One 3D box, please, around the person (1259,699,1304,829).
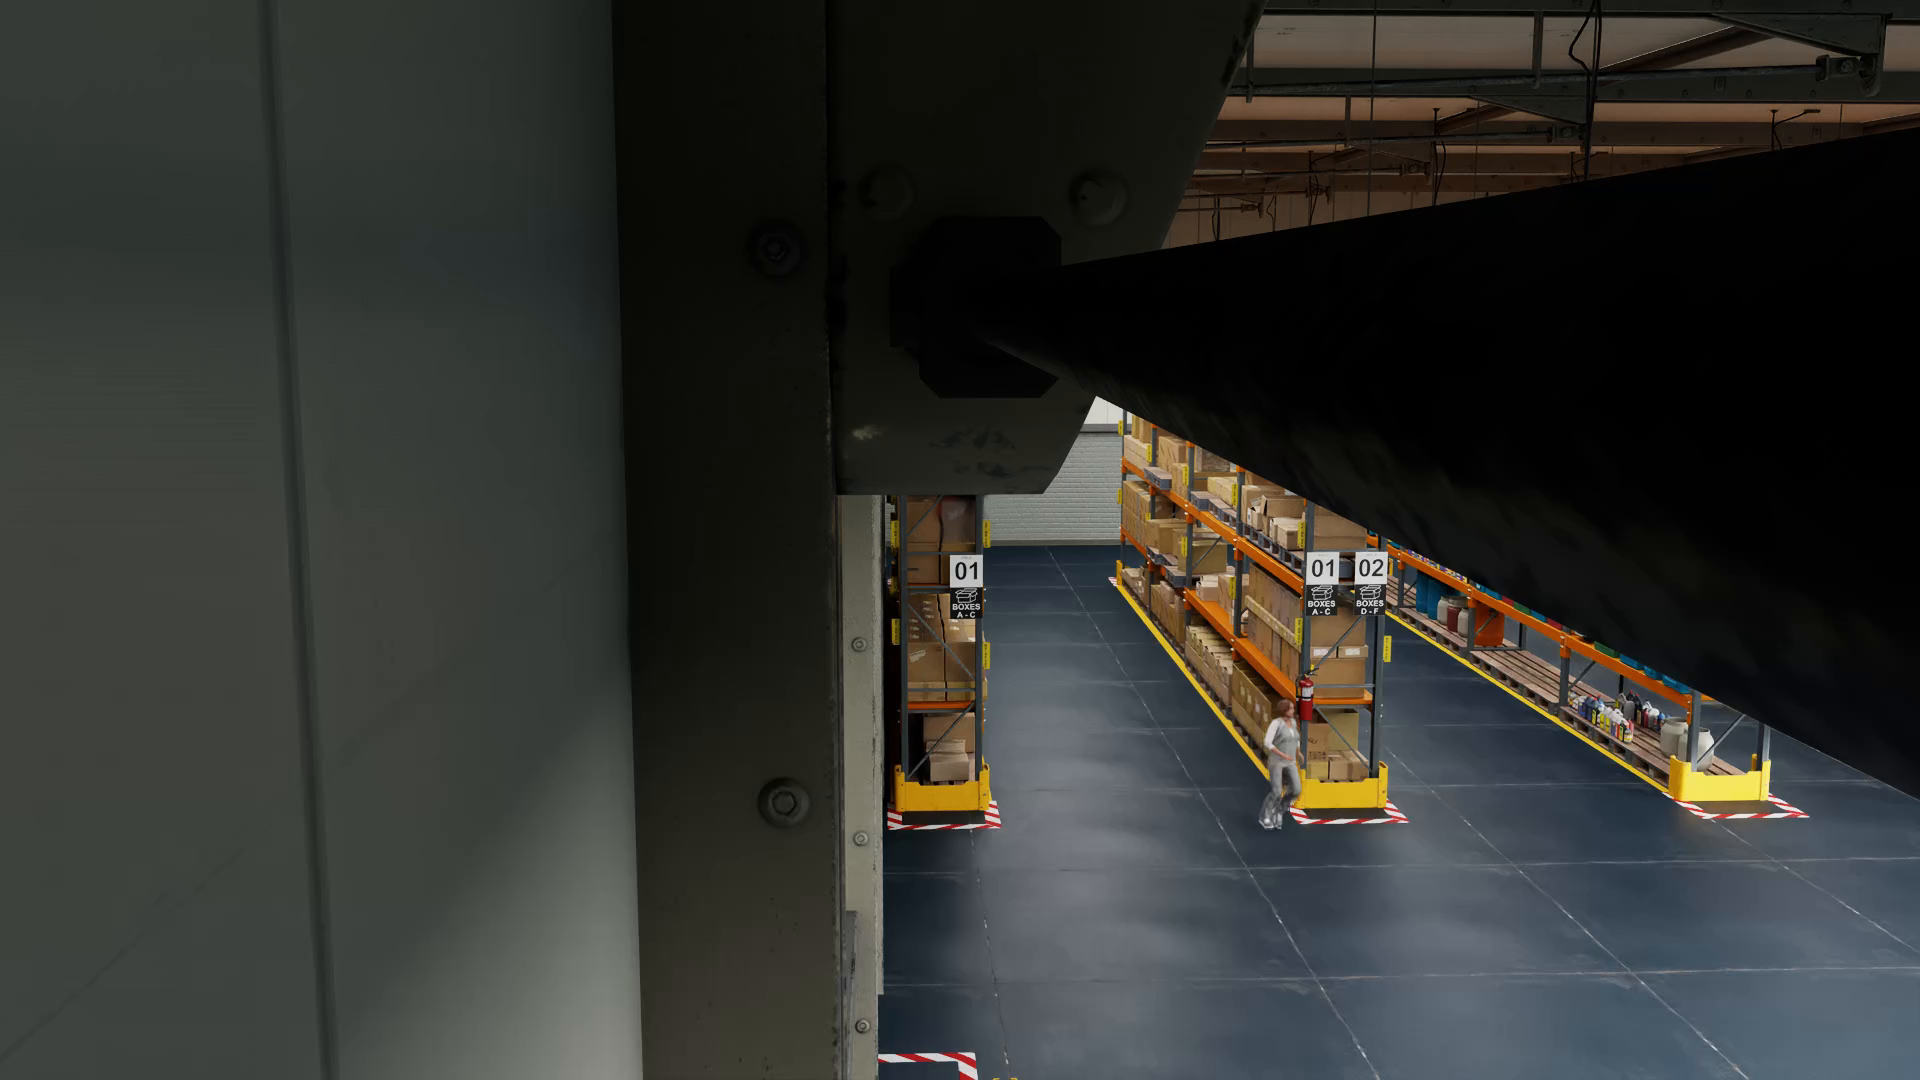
[{"bbox_3d":[1.803,2.359,21.795,2.036,1.556,6.208,-5,10,-30],"label":"person"}]
